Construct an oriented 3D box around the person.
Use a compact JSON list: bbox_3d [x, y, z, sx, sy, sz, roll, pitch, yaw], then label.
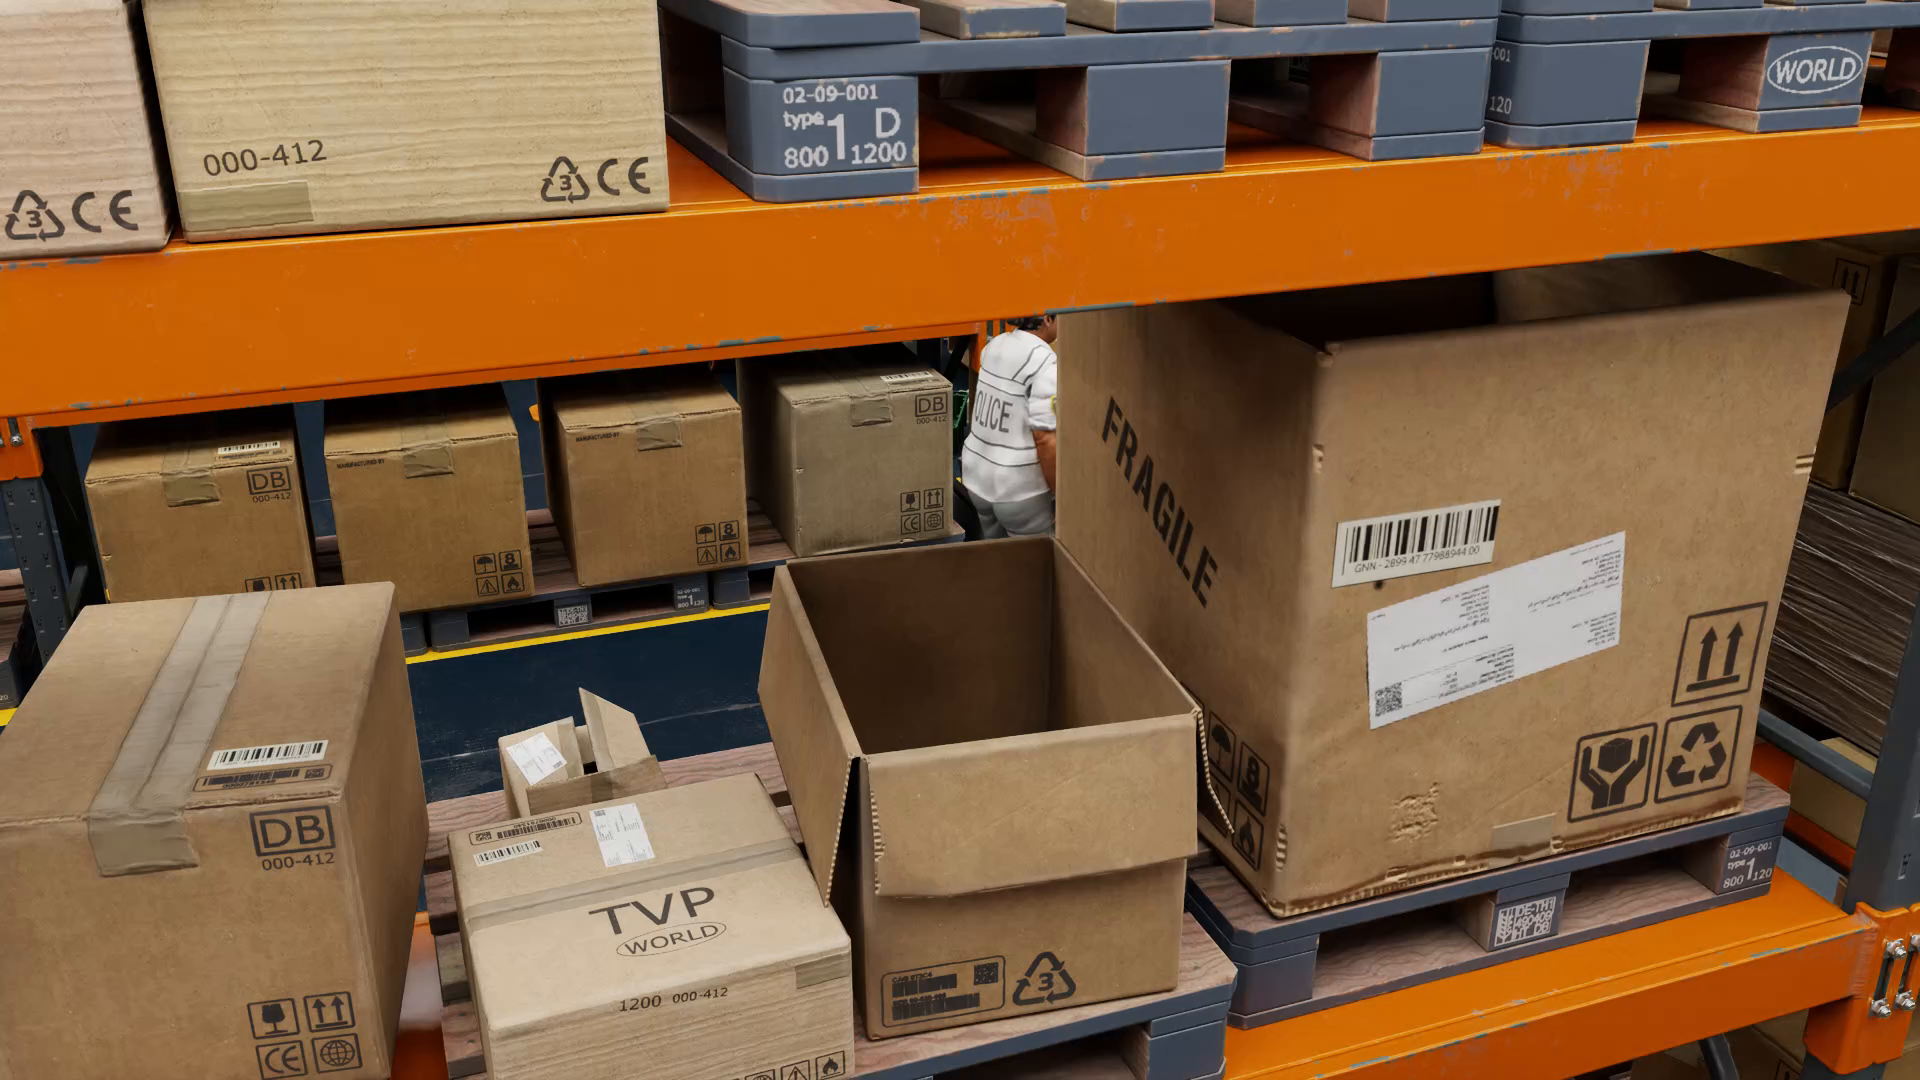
[{"bbox_3d":[0.270,-0.214,6.597,0.465,1.666,0.539,-13,26,-28],"label":"person"}]
